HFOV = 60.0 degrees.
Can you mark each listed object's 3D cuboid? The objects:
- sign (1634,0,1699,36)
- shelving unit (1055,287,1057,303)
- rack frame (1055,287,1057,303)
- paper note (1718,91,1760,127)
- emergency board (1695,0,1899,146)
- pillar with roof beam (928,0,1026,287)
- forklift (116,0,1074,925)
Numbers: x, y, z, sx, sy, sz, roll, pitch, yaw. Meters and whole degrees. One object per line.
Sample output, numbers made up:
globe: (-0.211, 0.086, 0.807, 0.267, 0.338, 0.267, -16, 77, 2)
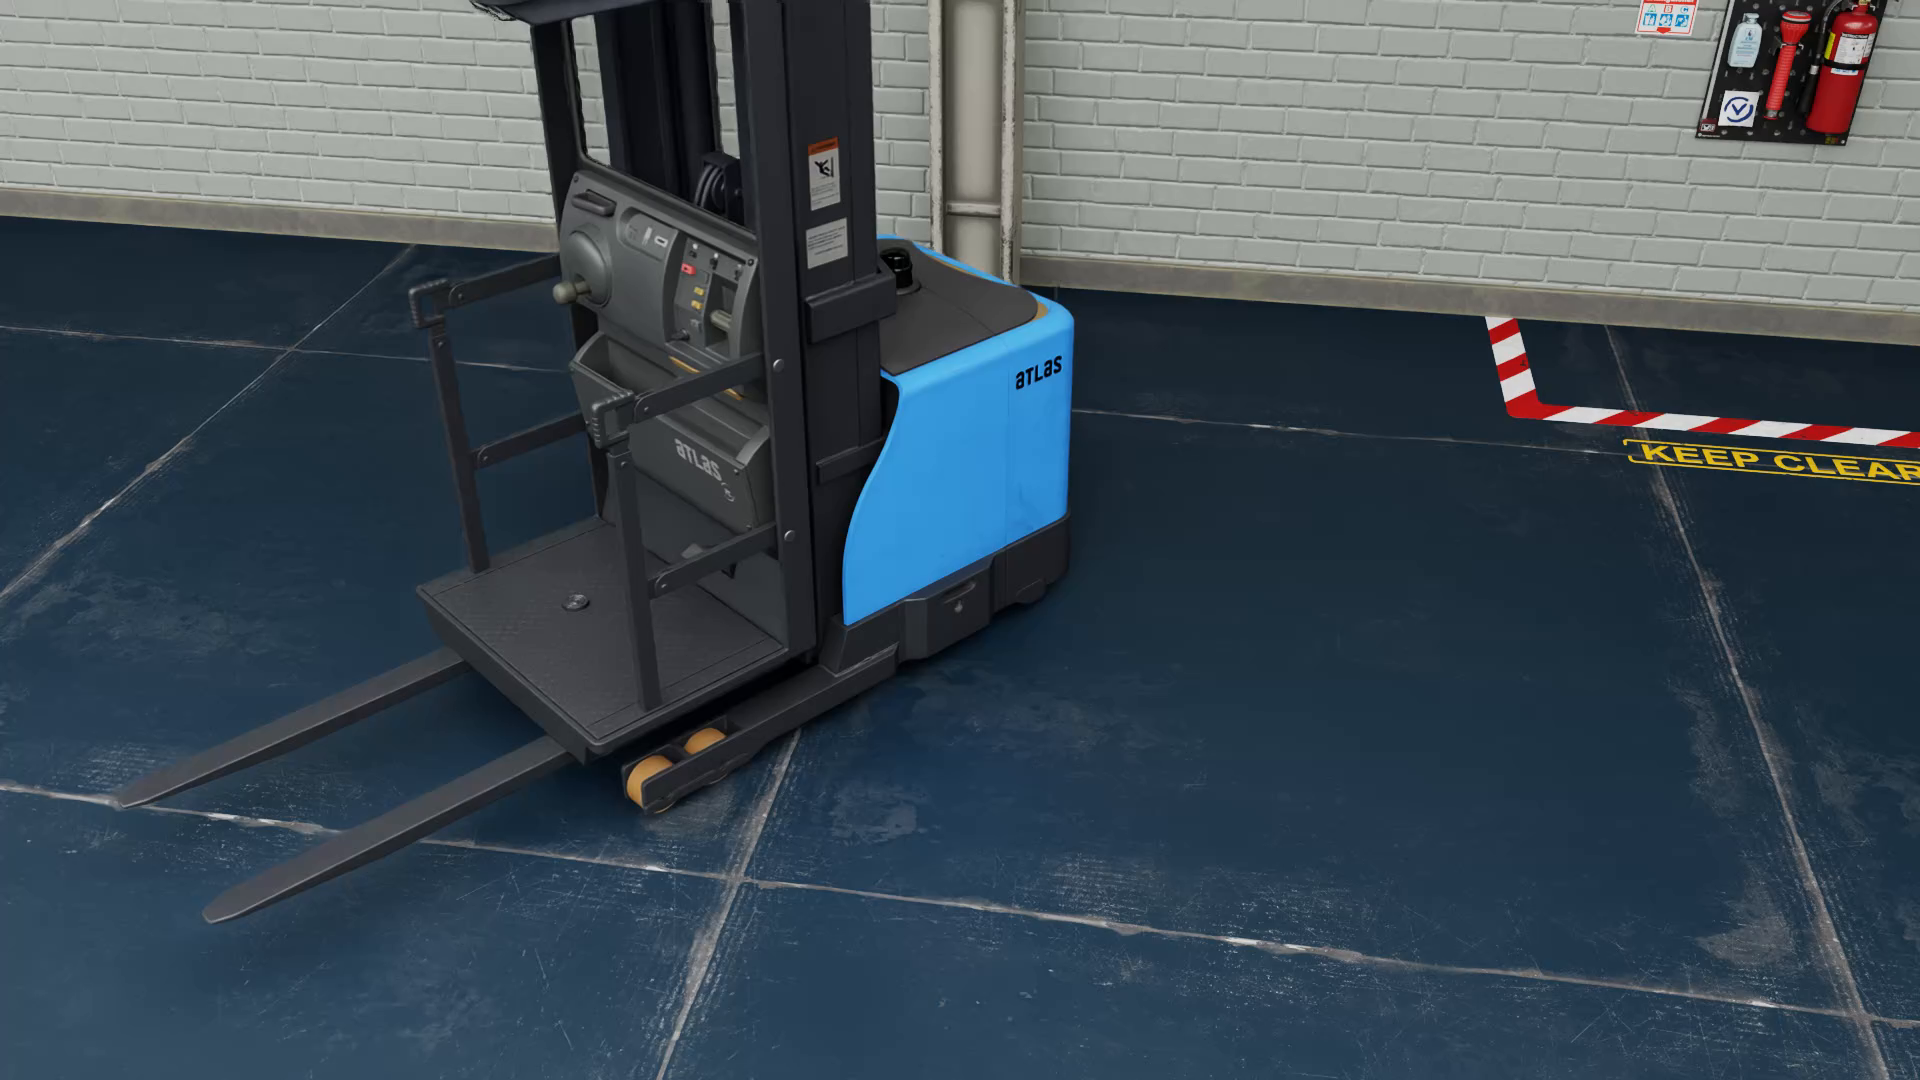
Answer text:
sign: (3.036, -2.322, 7.099, 0.234, 0.329, 0.001, 5, 32, 8)
shelving unit: (0.227, -0.484, 6.175, 0.210, 0.900, 0.258, 6, 33, 9)
rack frame: (0.327, -0.474, 6.159, 0.006, 0.900, 0.240, 6, 33, 9)
paper note: (3.401, -1.882, 7.260, 0.142, 0.148, 0.016, 5, 32, 8)
emergency board: (3.564, -2.204, 6.944, 0.643, 1.169, 0.194, 5, 32, 8)
pillar with roof beam: (-0.645, -2.790, 2.226, 0.400, 9.000, 9.100, 5, 32, 8)
forklift: (-1.034, -0.744, 4.676, 3.031, 2.935, 1.130, -26, 40, -35)
